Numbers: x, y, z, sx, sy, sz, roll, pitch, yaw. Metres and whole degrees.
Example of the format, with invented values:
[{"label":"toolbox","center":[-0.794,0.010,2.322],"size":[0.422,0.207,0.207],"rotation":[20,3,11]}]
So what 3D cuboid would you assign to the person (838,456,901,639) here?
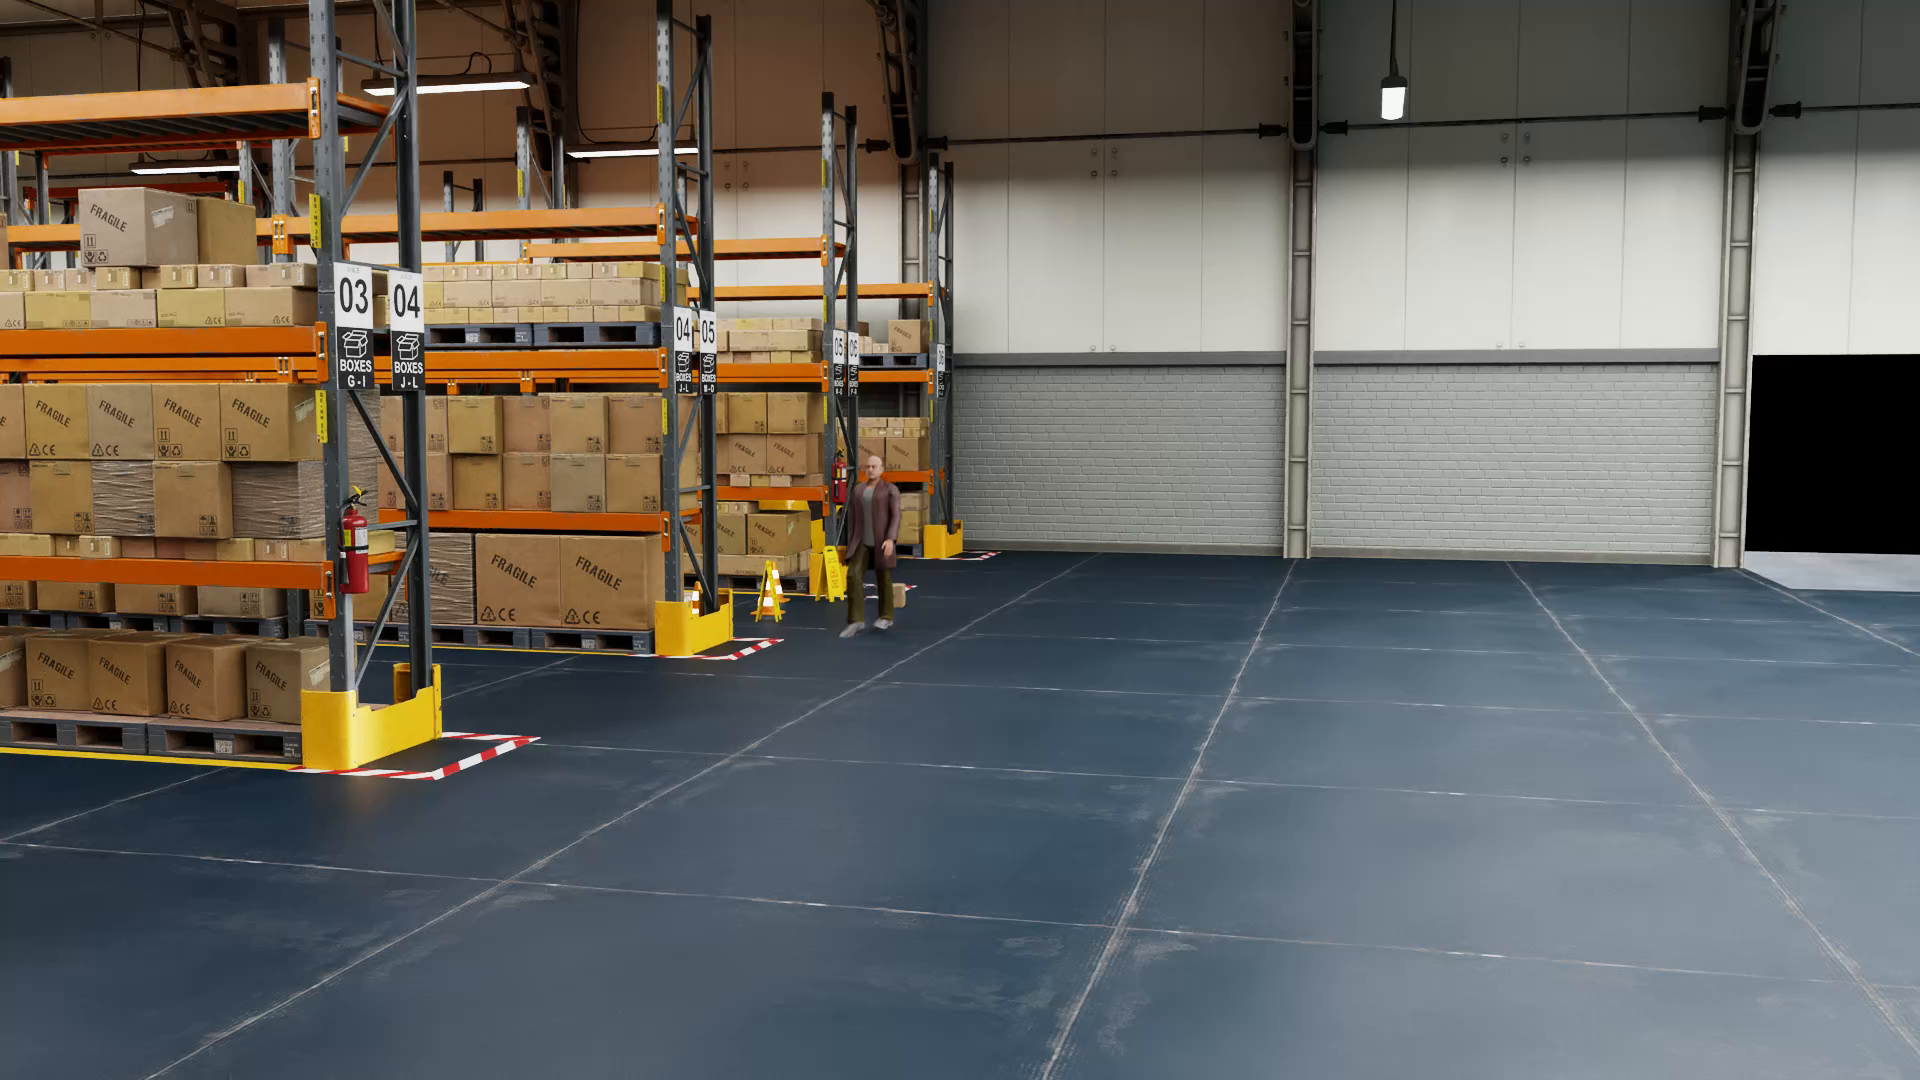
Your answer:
[{"label":"person","center":[-0.894,0.067,16.686],"size":[0.627,1.810,0.815],"rotation":[2,5,19]}]
